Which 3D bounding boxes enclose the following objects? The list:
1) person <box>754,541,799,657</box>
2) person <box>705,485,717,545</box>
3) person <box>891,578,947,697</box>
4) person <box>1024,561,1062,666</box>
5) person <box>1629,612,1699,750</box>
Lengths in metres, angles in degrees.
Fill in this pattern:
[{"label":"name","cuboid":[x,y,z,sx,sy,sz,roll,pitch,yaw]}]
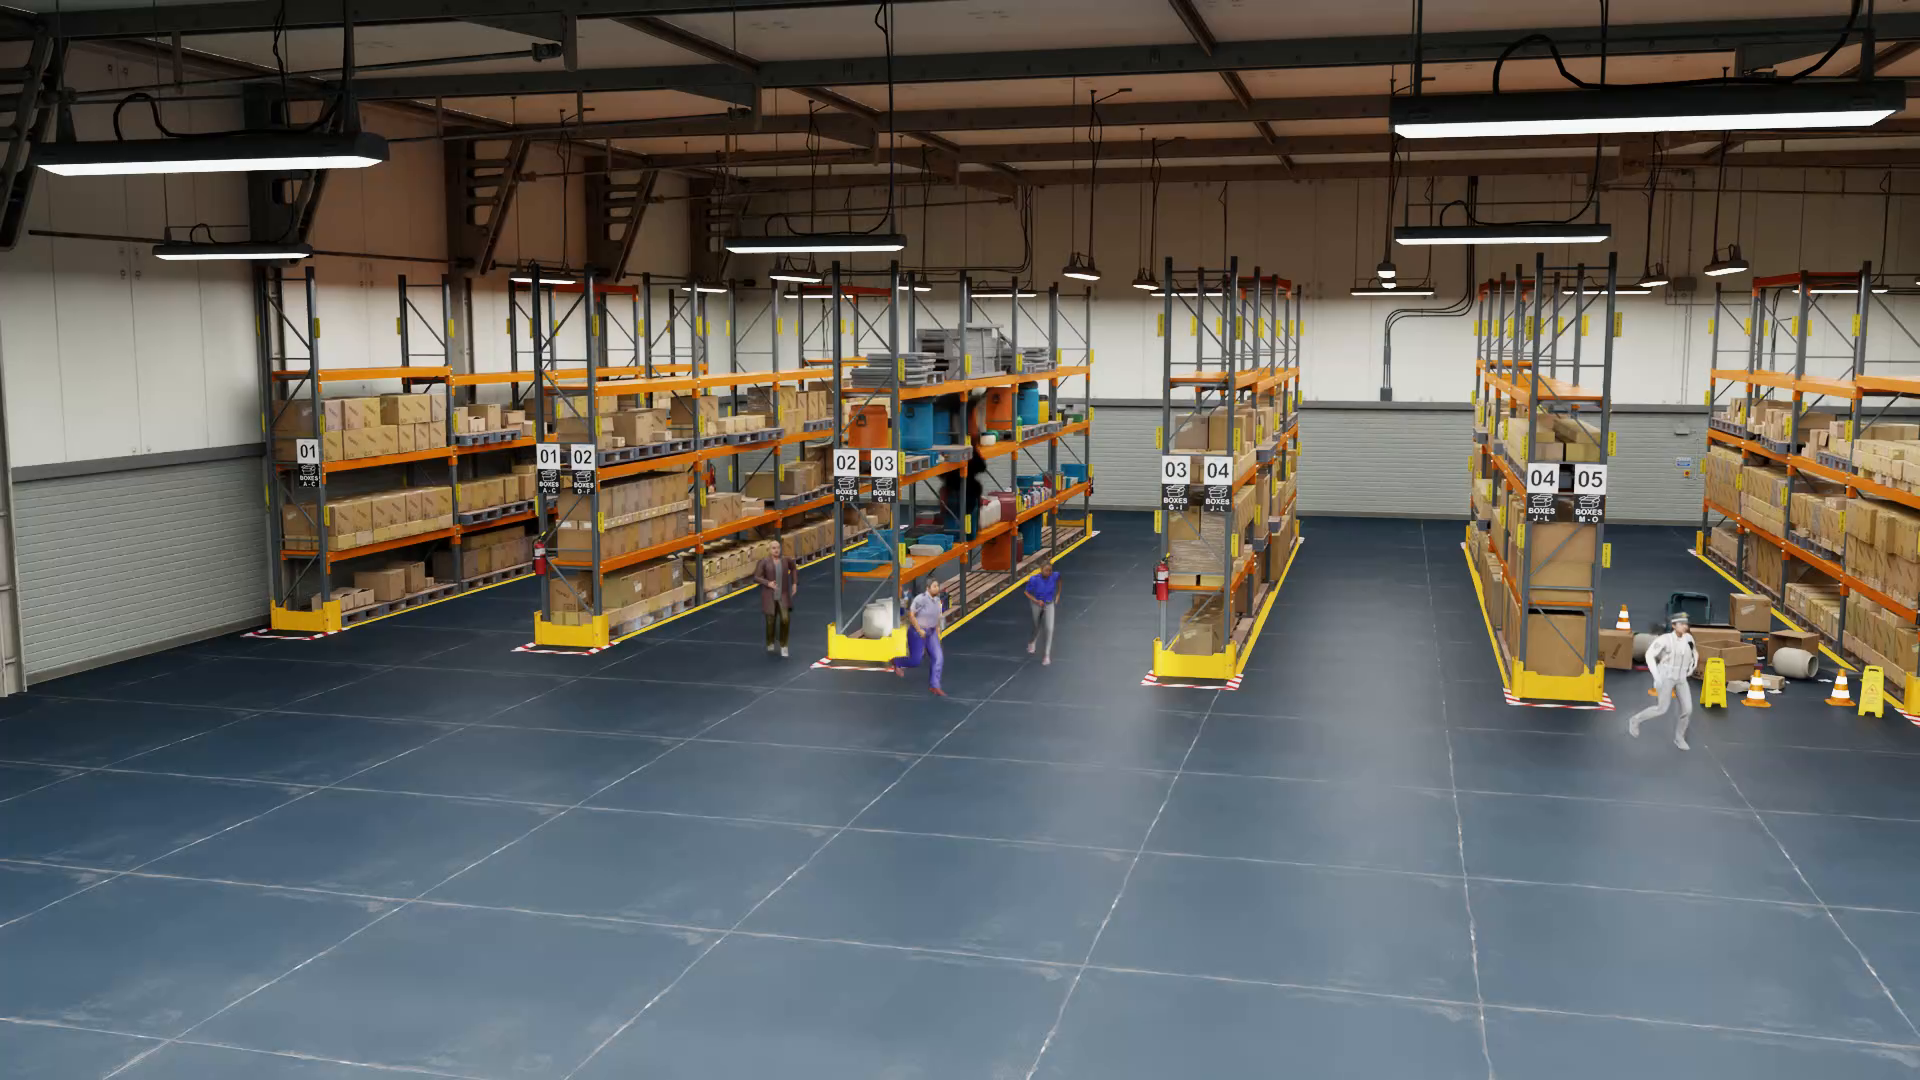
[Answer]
[{"label":"person","cuboid":[-2.800,0.920,25.480,0.728,1.840,0.795,-2,8,-18]},{"label":"person","cuboid":[-5.375,-0.396,36.209,0.588,1.628,0.758,1,7,10]},{"label":"person","cuboid":[-0.547,1.331,22.976,0.935,1.635,0.604,6,9,38]},{"label":"person","cuboid":[1.227,1.064,25.185,0.617,1.615,0.967,-2,7,-14]},{"label":"person","cuboid":[8.537,1.683,20.023,0.792,1.687,0.591,-2,8,-18]}]
